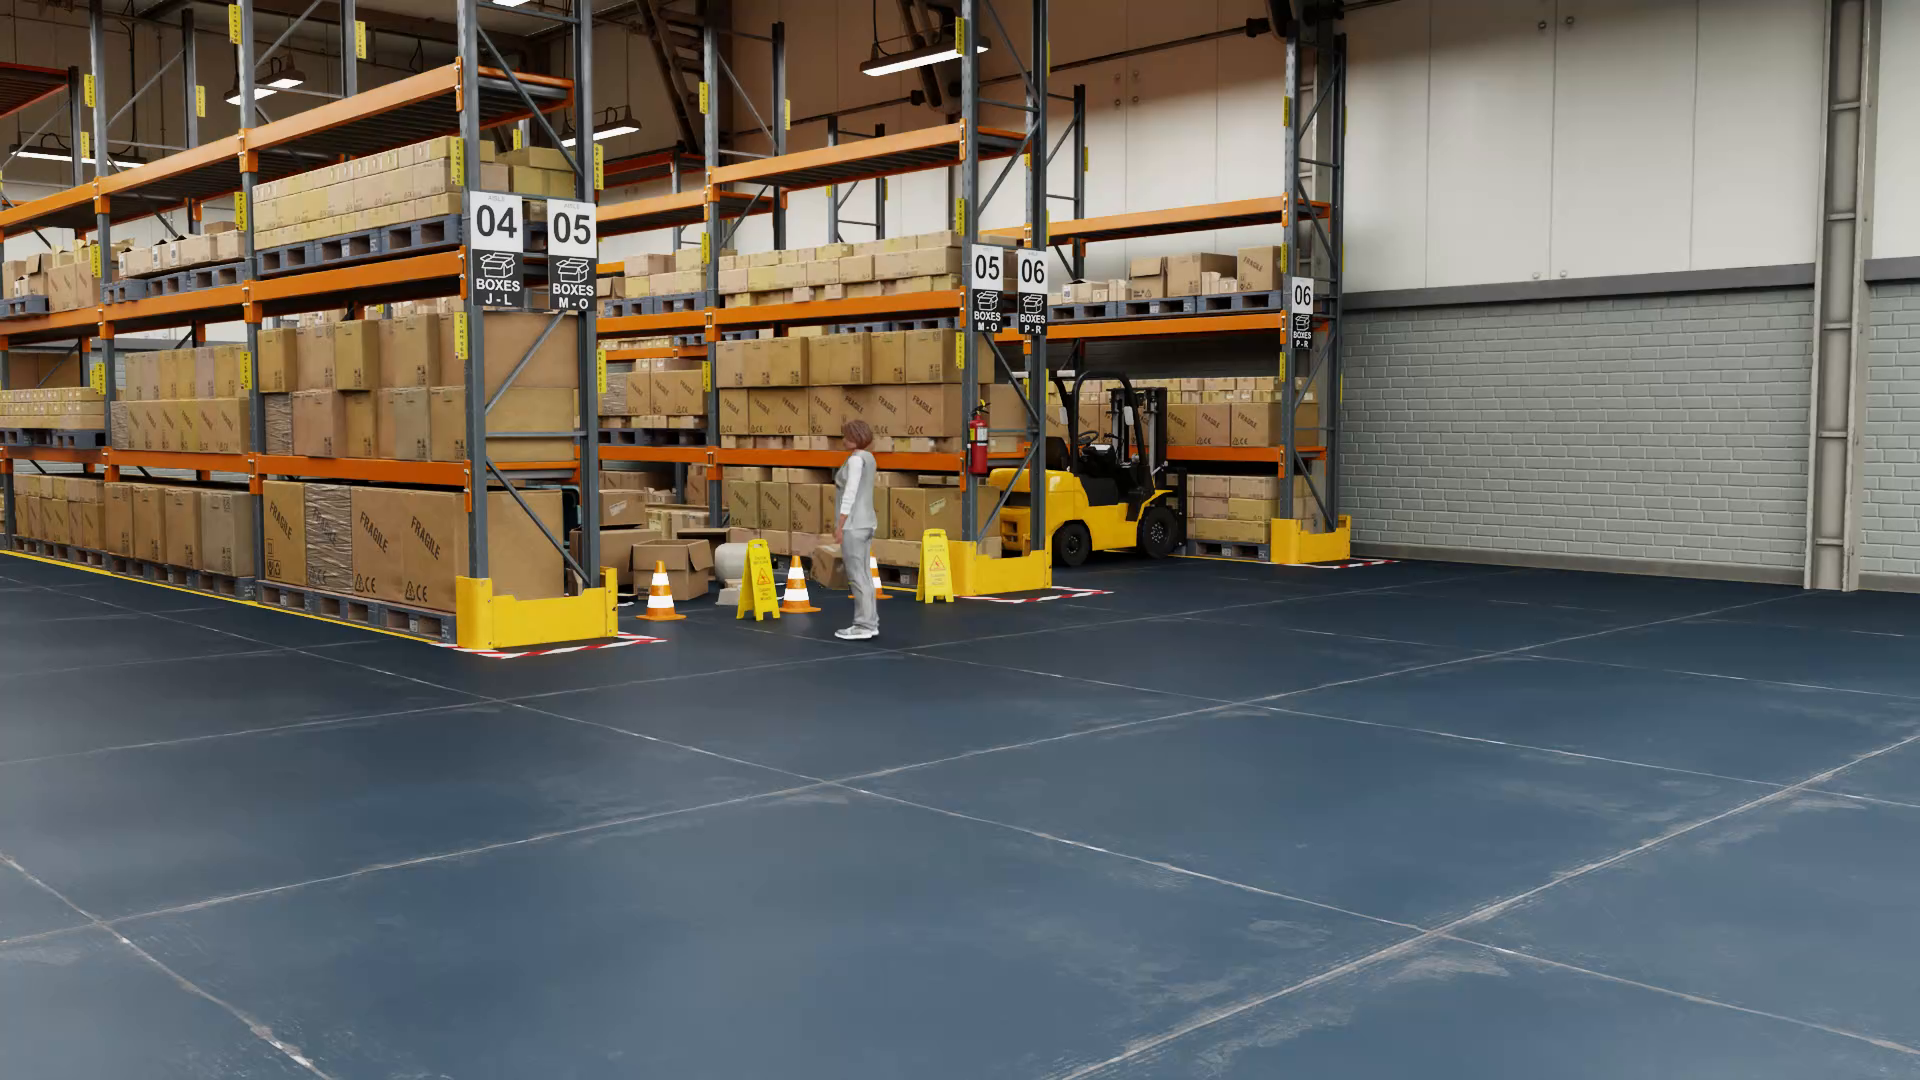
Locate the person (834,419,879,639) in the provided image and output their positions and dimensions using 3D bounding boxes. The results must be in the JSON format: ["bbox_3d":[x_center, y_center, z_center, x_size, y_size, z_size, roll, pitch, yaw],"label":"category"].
[{"bbox_3d":[-0.771,-0.076,12.146,0.343,1.605,0.517,1,4,16],"label":"person"}]
